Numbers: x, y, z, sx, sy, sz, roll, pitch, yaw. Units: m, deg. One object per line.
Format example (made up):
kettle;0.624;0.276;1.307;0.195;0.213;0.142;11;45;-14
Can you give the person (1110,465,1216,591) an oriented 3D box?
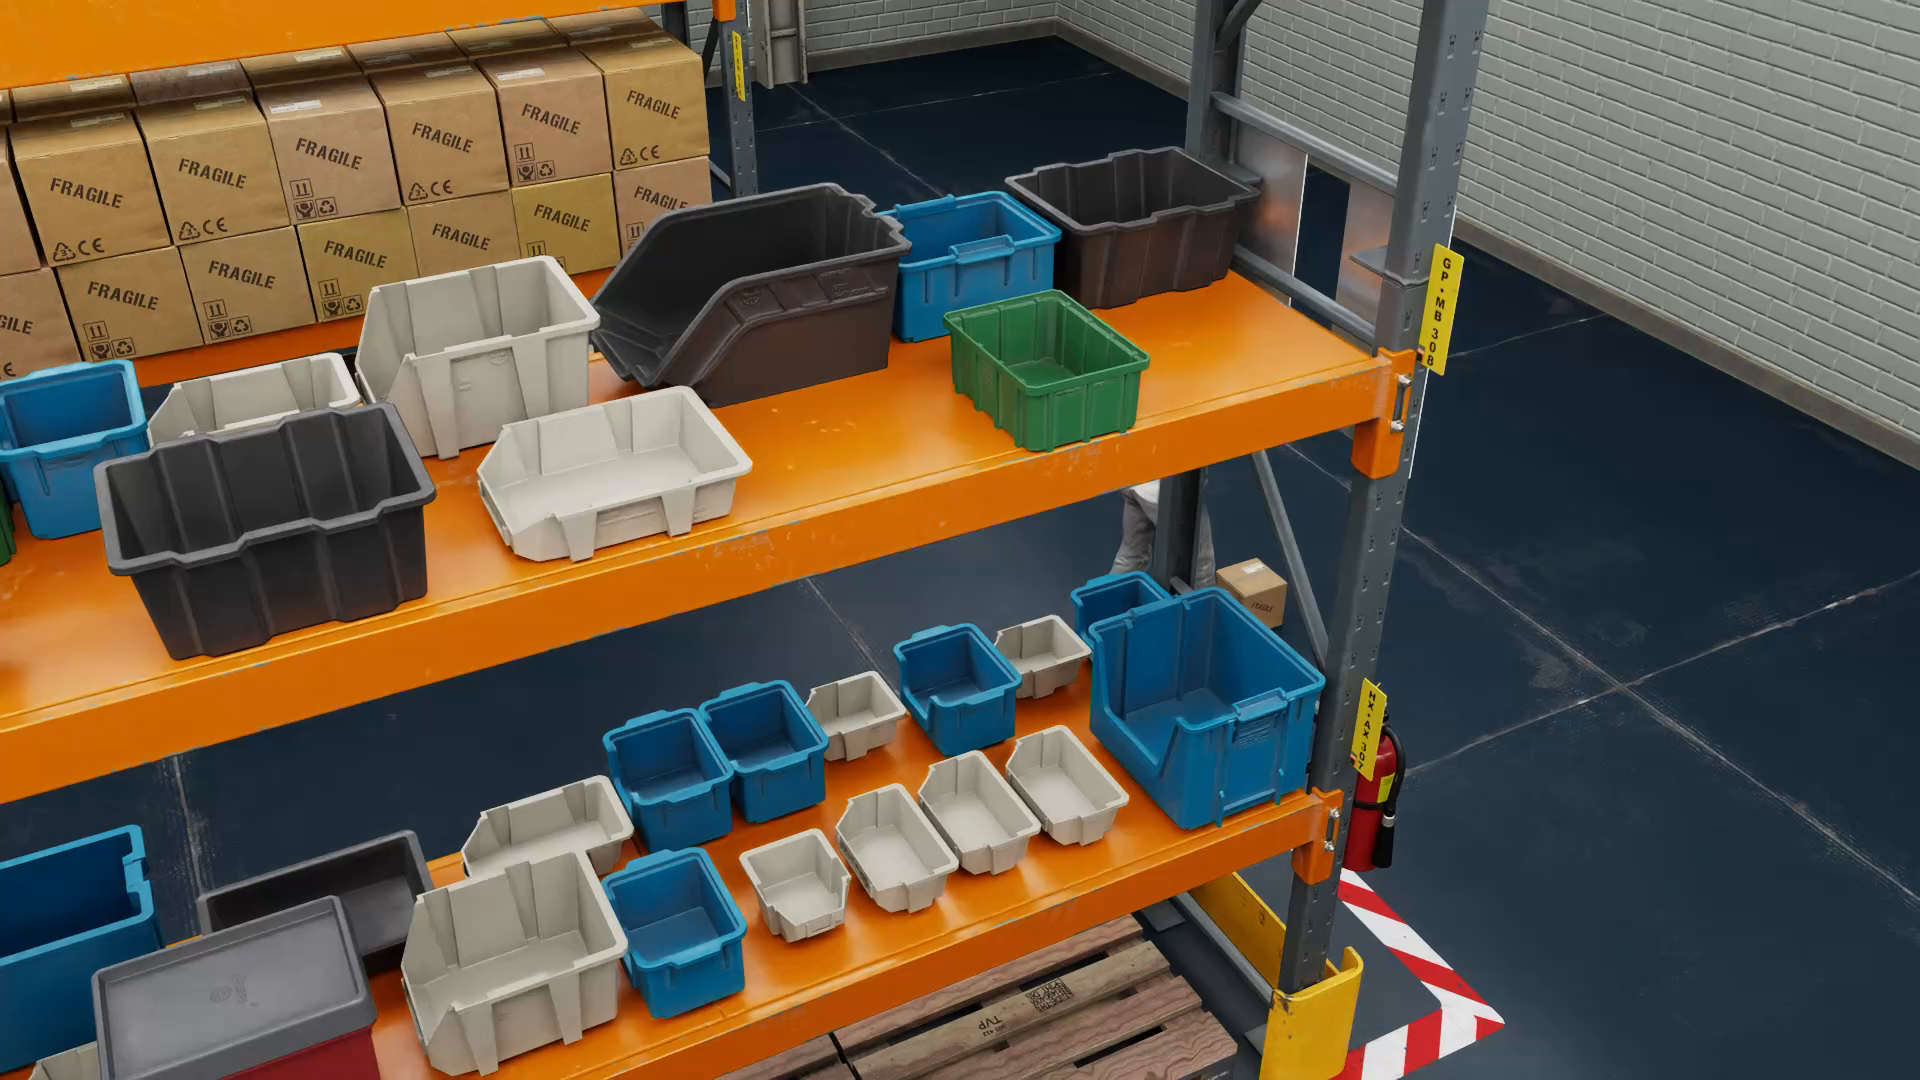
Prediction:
person;1.027;-0.291;7.558;0.735;1.759;0.556;-13;35;-19
